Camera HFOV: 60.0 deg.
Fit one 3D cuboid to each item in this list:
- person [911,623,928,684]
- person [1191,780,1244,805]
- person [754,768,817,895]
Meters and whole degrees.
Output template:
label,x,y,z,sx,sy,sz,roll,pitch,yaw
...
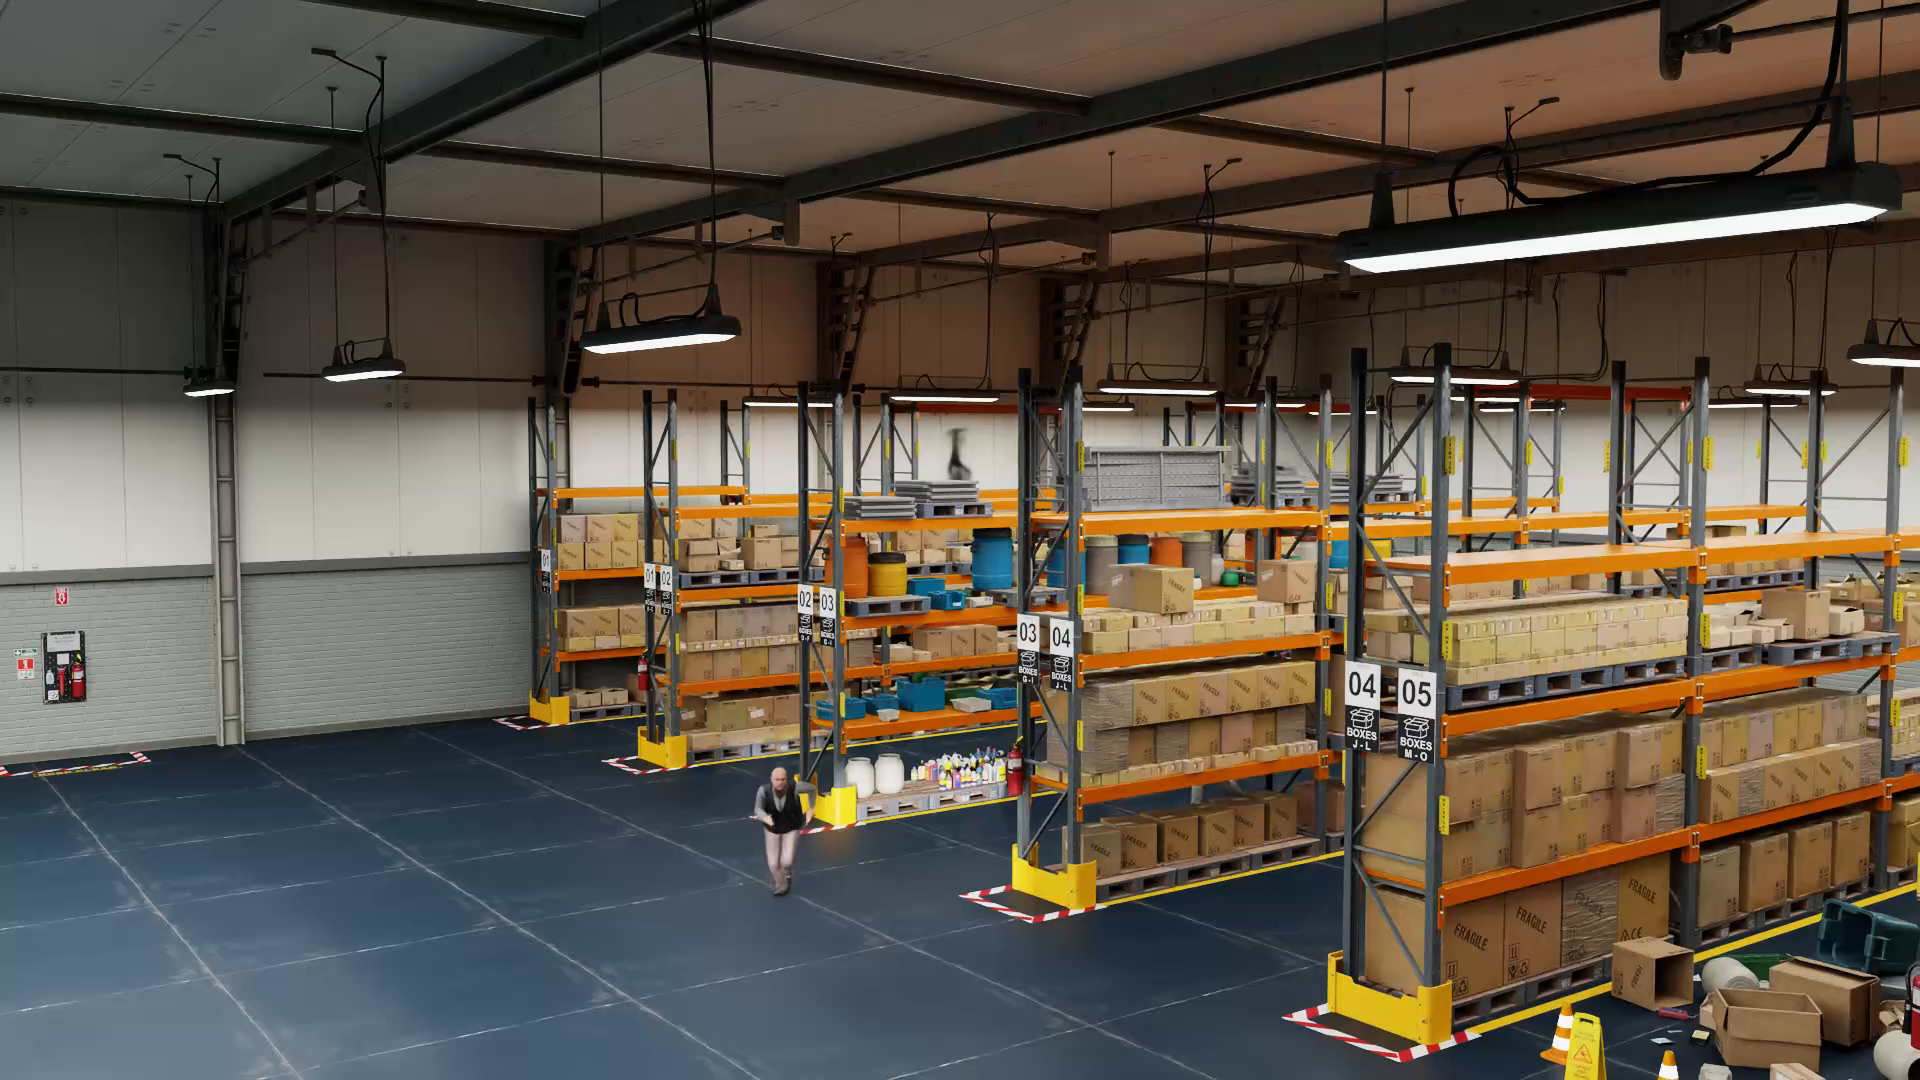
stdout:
label,x,y,z,sx,sy,sz,roll,pitch,yaw
person,-0.696,2.376,32.062,1.037,1.797,0.687,-3,5,-42
person,3.481,2.972,22.560,1.091,1.789,0.663,-3,4,-40
person,-1.956,3.278,18.657,0.687,1.551,0.886,0,3,-2
